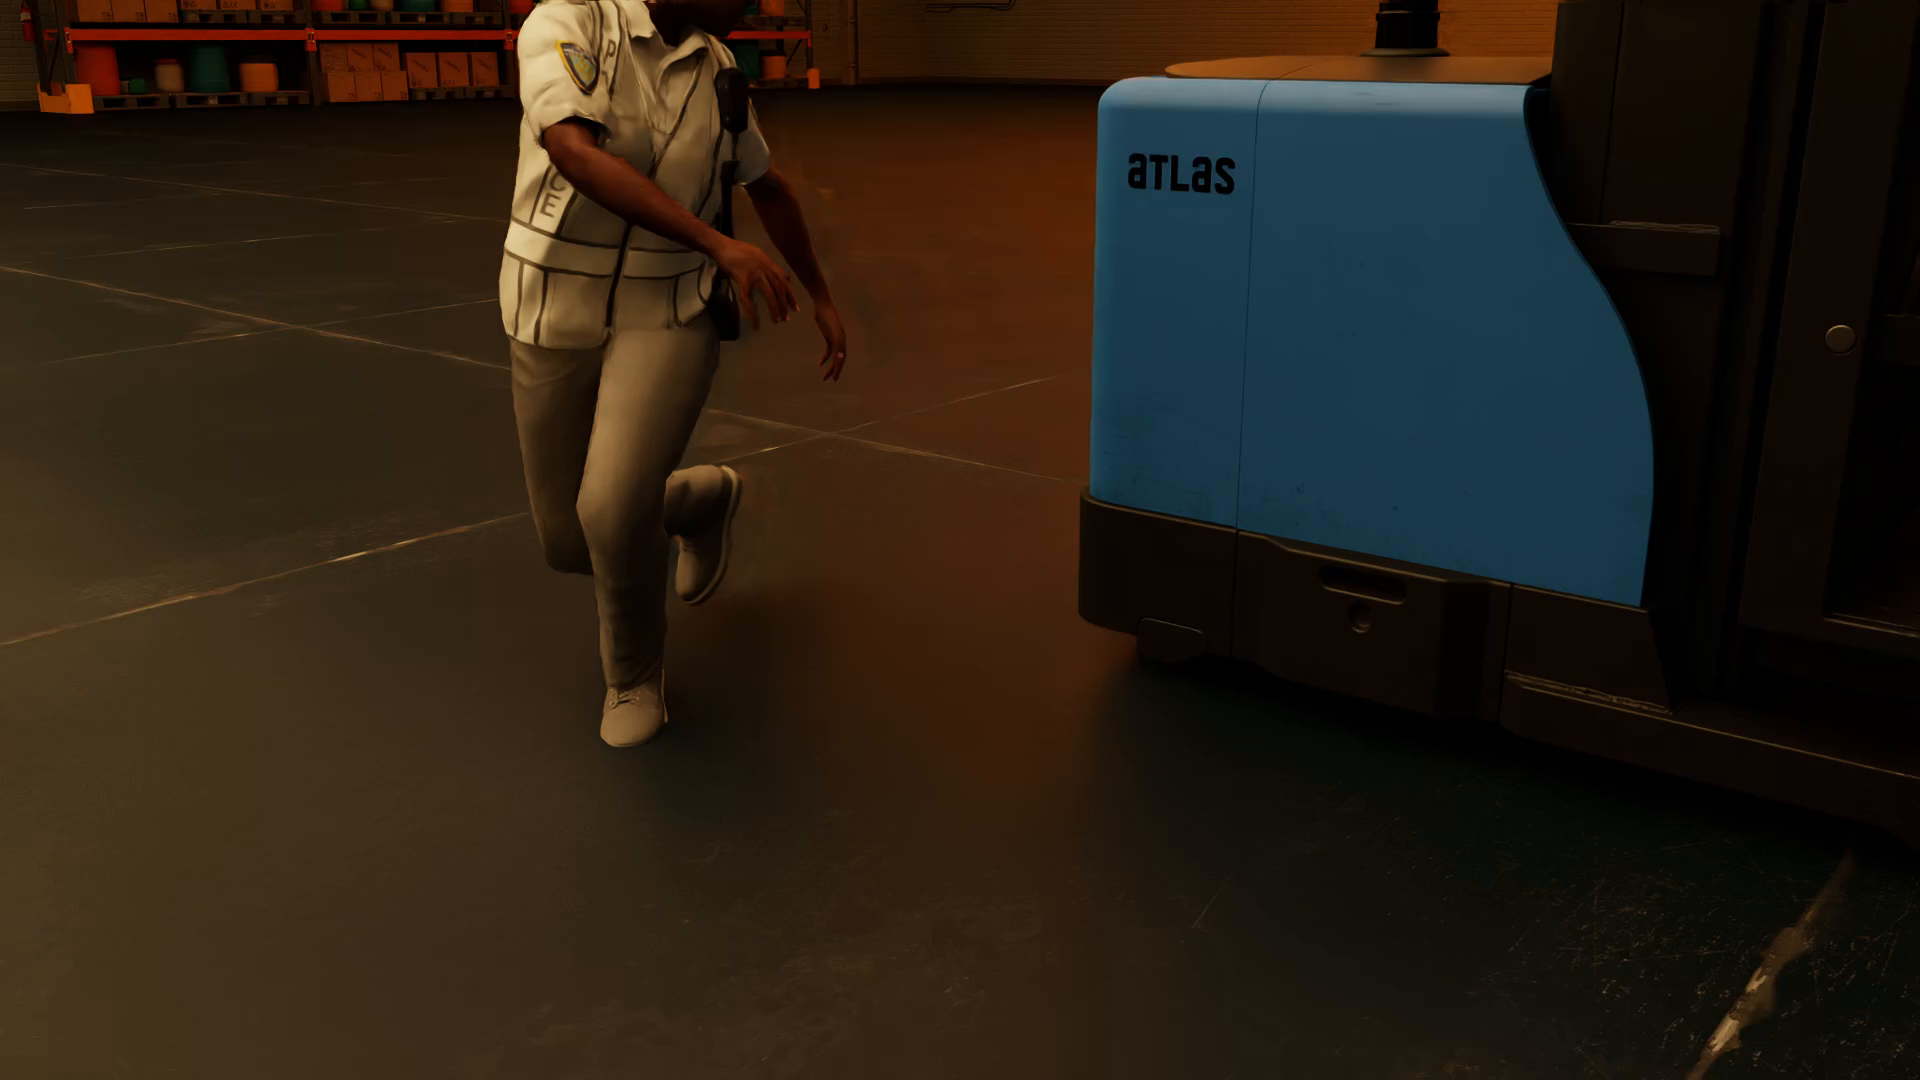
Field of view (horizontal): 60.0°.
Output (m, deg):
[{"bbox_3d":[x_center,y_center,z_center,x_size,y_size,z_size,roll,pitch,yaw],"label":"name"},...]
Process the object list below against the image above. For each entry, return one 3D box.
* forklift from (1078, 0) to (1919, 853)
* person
[{"bbox_3d":[1.706,-1.039,2.318,3.031,2.935,1.130,13,21,36],"label":"forklift"},{"bbox_3d":[-0.502,-0.412,2.949,0.599,1.441,0.862,-1,17,-4],"label":"person"}]
